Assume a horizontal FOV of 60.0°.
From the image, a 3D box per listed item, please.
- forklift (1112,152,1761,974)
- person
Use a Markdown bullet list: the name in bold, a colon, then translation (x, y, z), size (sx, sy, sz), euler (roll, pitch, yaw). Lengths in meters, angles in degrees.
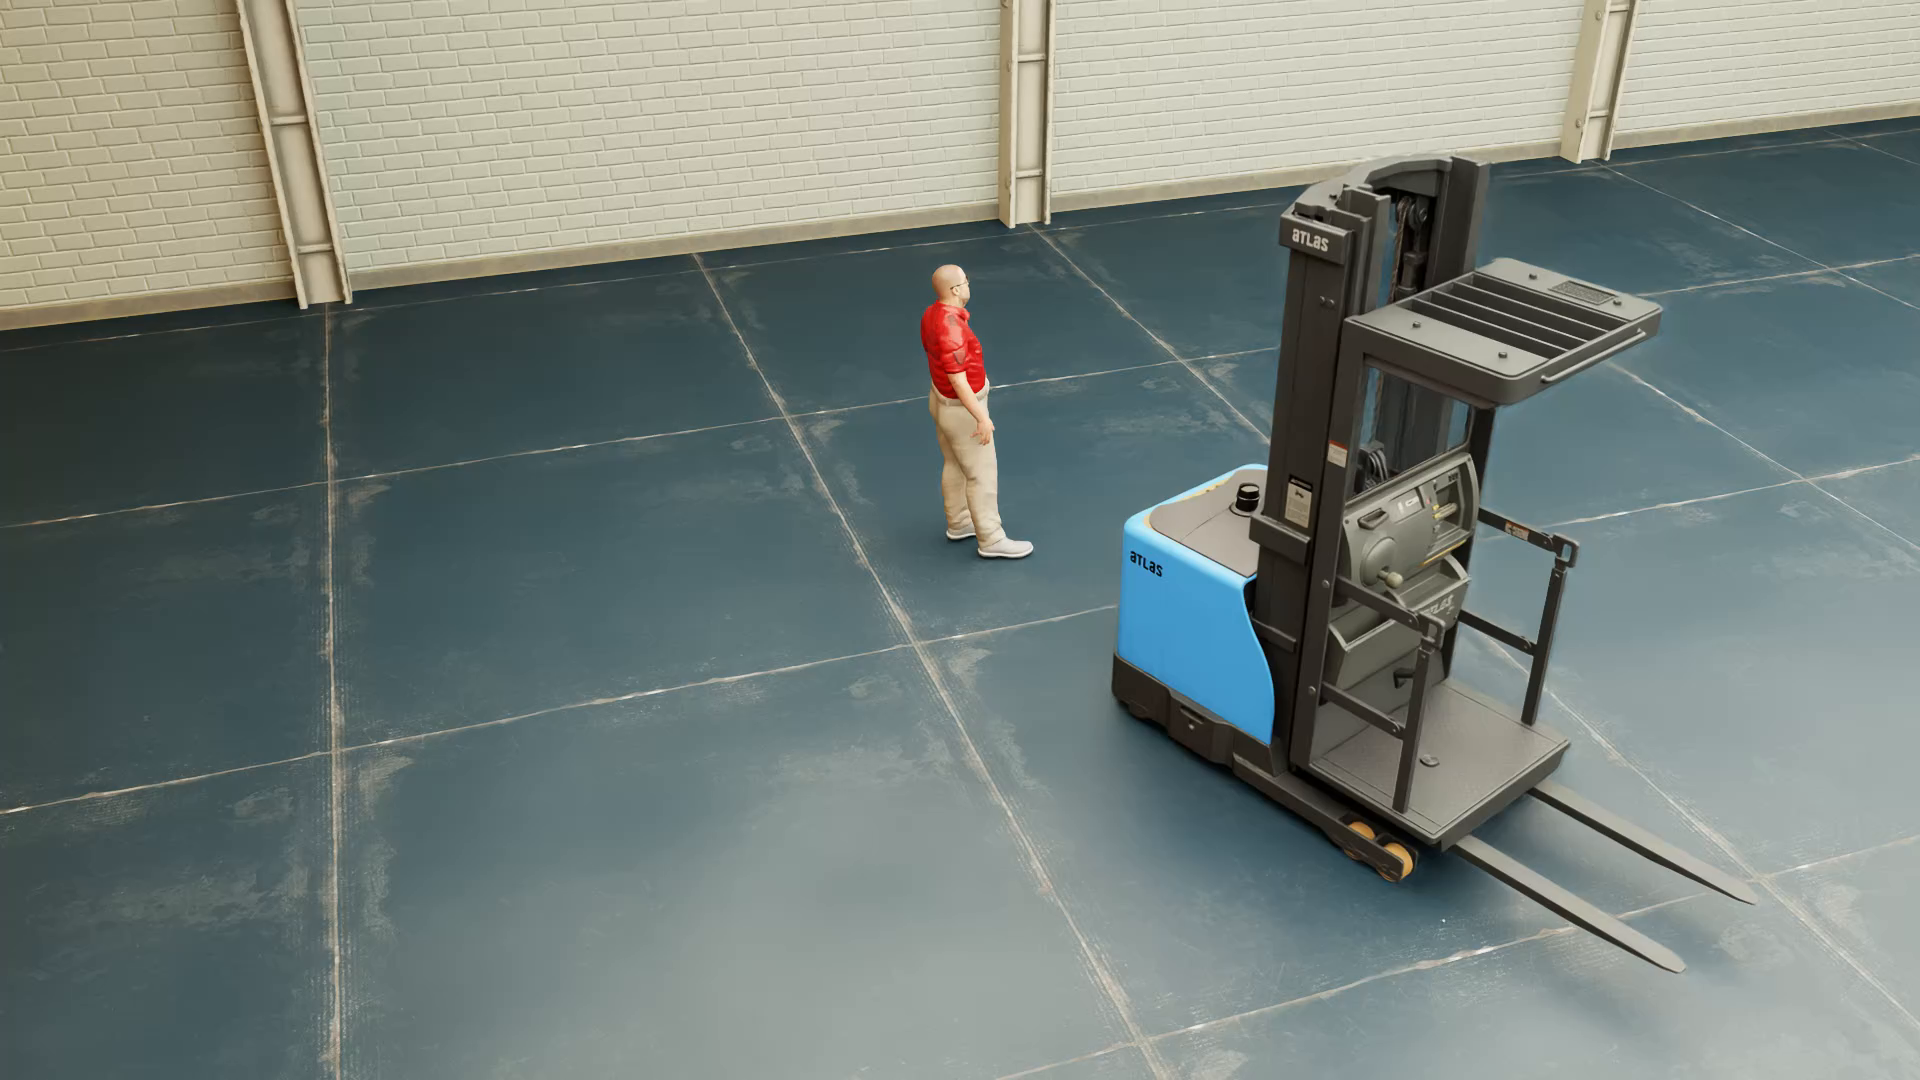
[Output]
- **forklift**: translation (2.120, -0.040, 7.156), size (1.130, 2.935, 3.031), euler (-23, 37, -34)
- **person**: translation (0.089, -0.764, 9.606), size (0.551, 1.727, 0.640), euler (-10, 31, -16)
